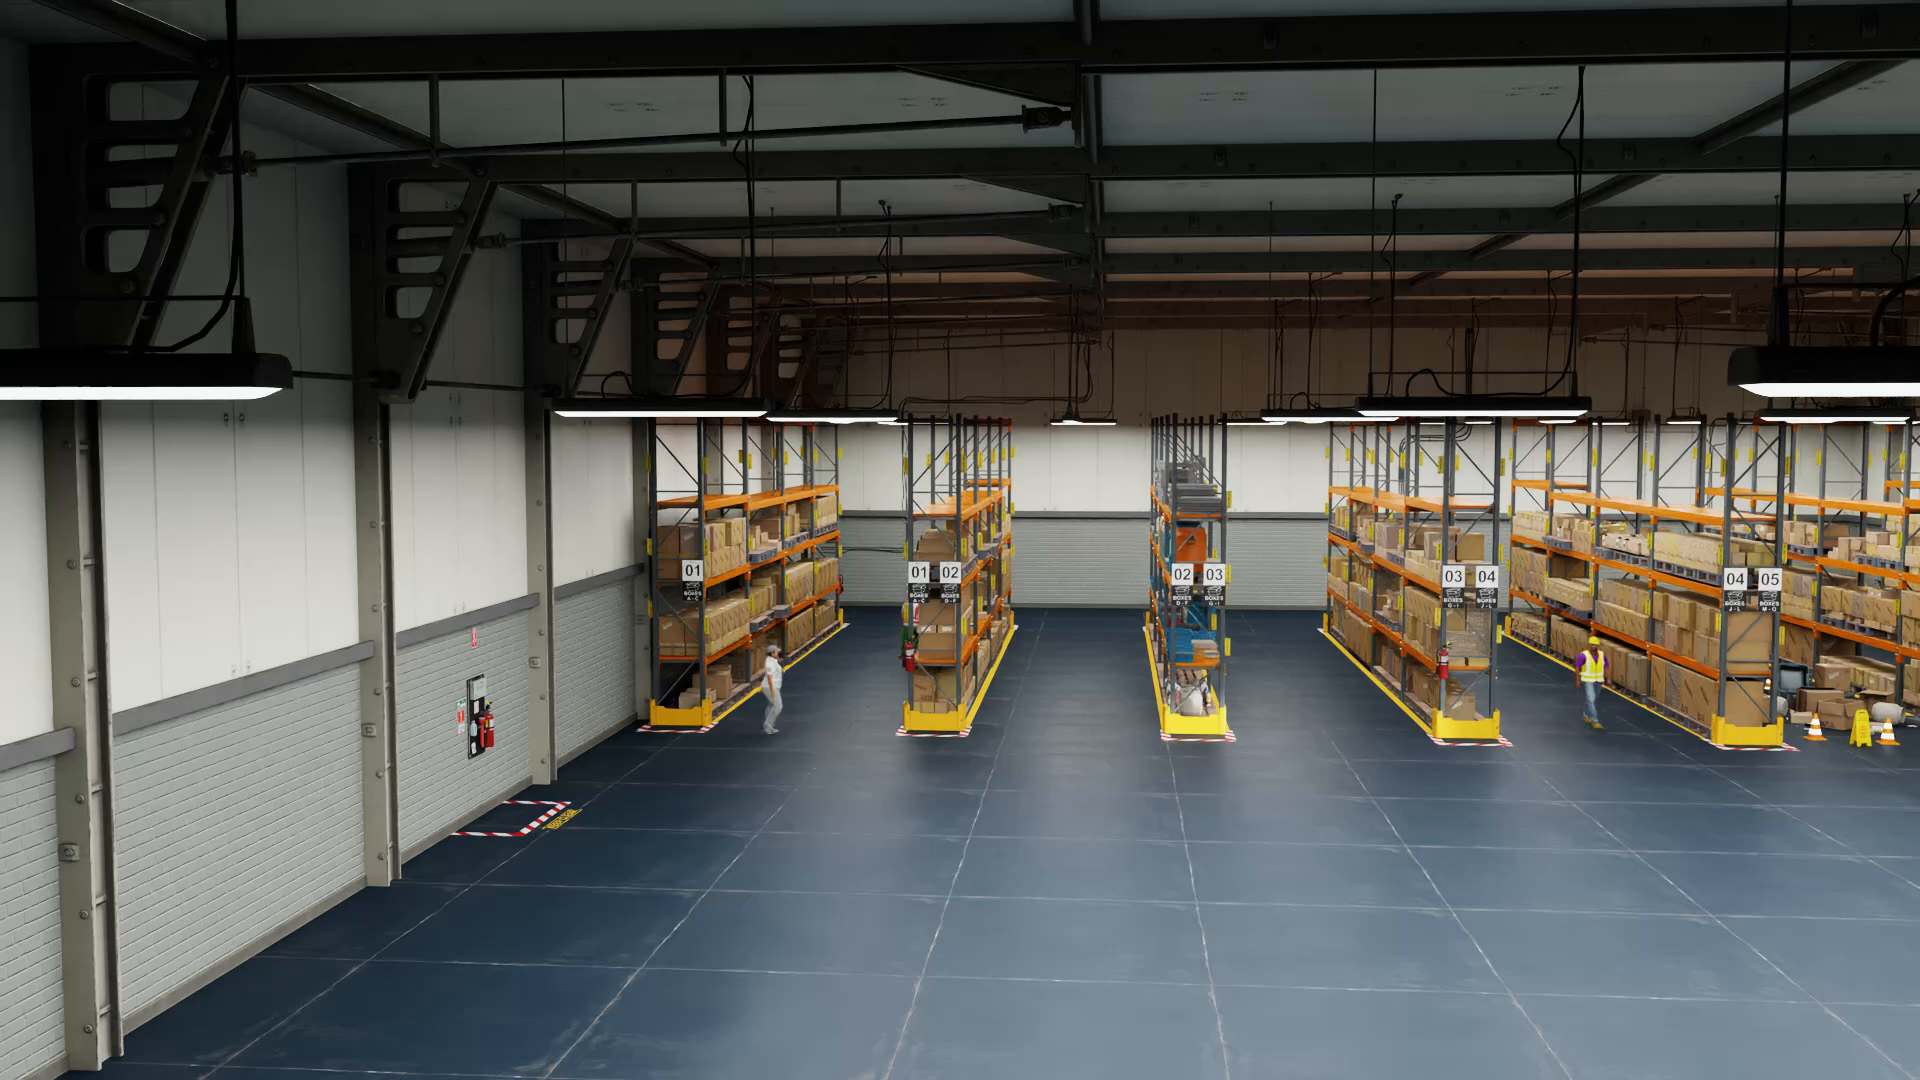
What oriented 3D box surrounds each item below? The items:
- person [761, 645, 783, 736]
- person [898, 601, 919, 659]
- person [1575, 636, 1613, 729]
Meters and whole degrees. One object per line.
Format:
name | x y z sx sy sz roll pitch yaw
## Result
person | -3.496 2.799 31.096 0.433 1.686 0.497 0 4 7
person | -1.181 2.114 40.643 0.586 1.752 0.671 1 4 18
person | 12.125 2.706 31.758 0.588 1.716 1.011 0 4 -6
